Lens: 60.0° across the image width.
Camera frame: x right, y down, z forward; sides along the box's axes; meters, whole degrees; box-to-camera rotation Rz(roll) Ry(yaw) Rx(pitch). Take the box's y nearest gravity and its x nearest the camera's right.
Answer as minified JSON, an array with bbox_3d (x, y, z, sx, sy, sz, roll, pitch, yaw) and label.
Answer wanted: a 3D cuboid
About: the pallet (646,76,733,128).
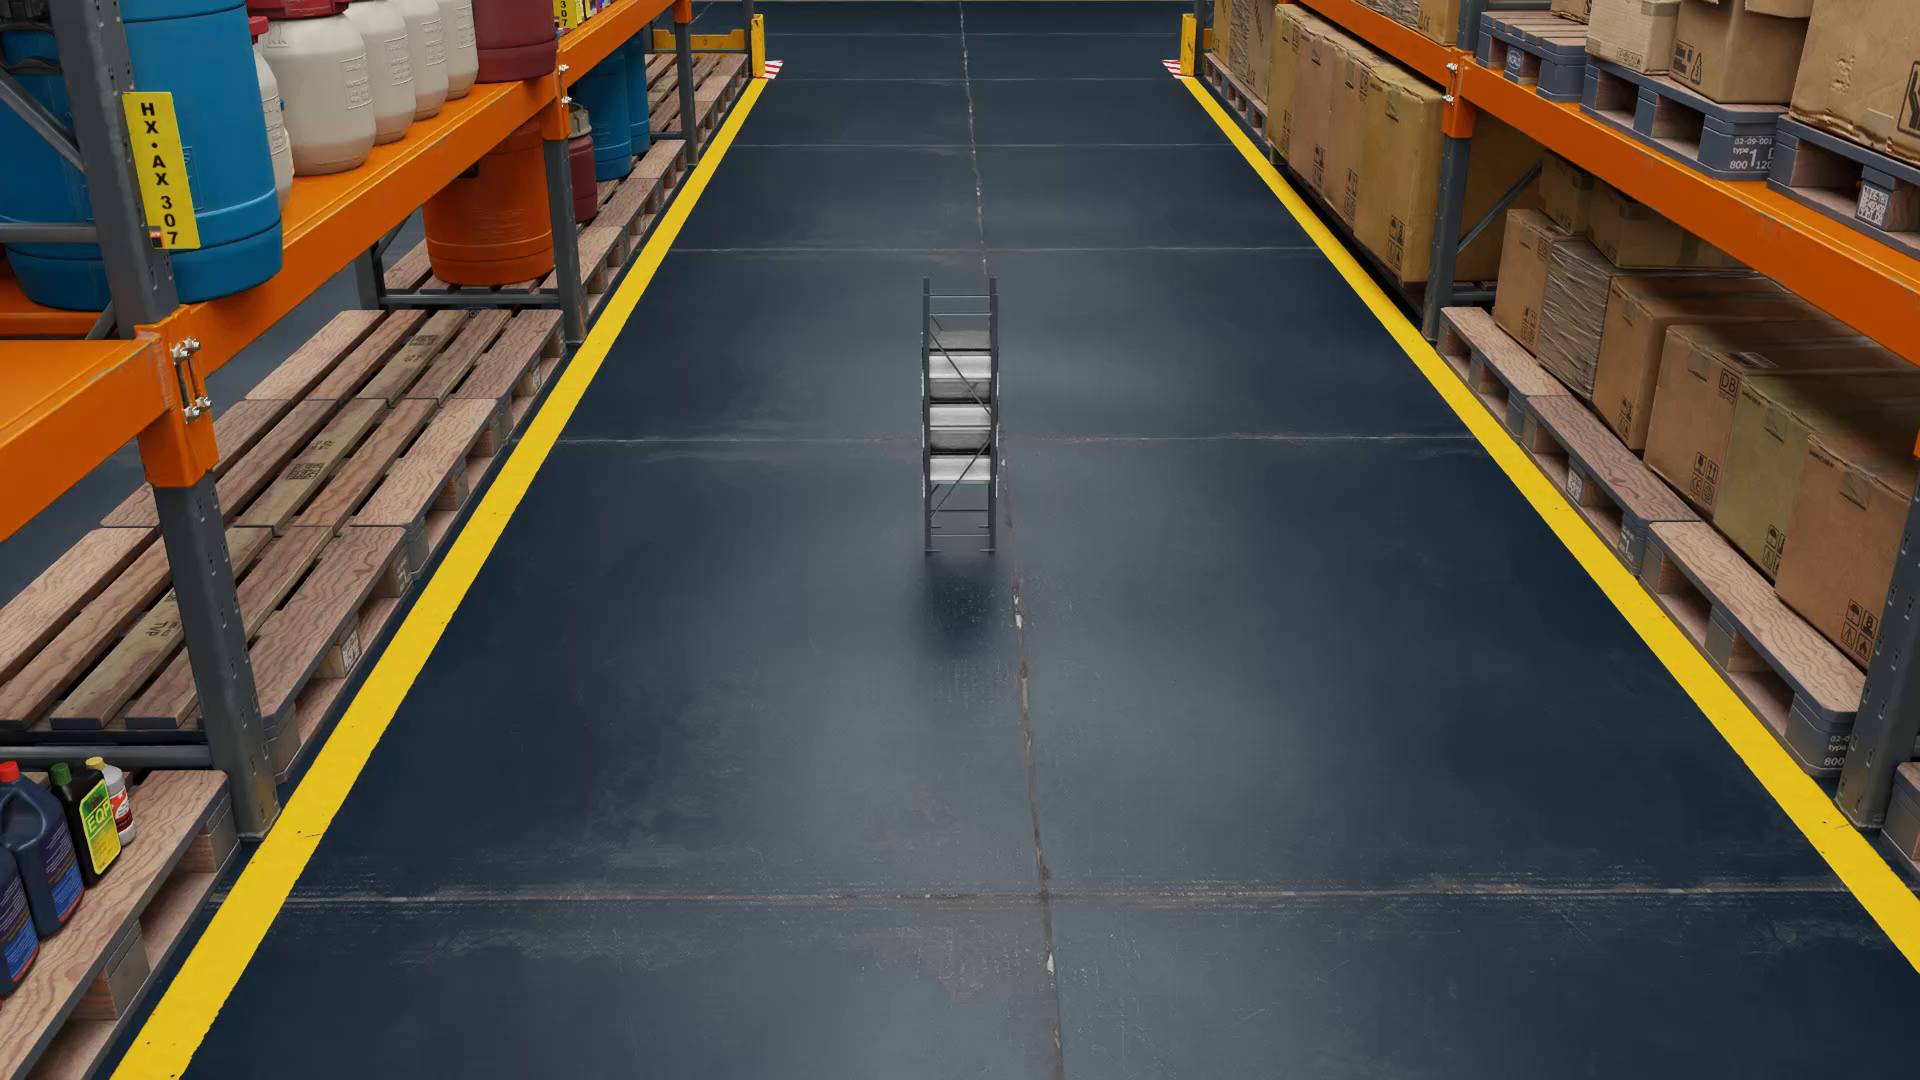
[{"bbox_3d":[-2.369,-3.478,13.185,1.003,0.211,1.213,0,24,-1],"label":"pallet"}]

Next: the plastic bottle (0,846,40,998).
[{"bbox_3d":[-1.922,0.704,3.234,0.144,0.351,0.185,-1,24,-3],"label":"plastic bottle"}]

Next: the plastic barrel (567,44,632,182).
[{"bbox_3d":[-2.310,-2.661,10.031,0.600,0.901,0.708,0,24,-1],"label":"plastic barrel"}]

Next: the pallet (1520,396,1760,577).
[{"bbox_3d":[2.708,-0.222,5.985,1.003,0.211,1.213,0,24,-1],"label":"pallet"}]

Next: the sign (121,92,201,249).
[{"bbox_3d":[-1.669,-0.770,3.476,0.100,0.325,0.005,0,24,-1],"label":"sign"}]

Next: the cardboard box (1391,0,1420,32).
[{"bbox_3d":[2.437,-2.769,8.112,0.500,0.500,0.500,0,24,-1],"label":"cardboard box"}]

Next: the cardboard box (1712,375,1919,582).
[{"bbox_3d":[2.762,-0.179,5.005,0.700,0.500,0.500,0,24,-1],"label":"cardboard box"}]

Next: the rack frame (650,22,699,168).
[{"bbox_3d":[-2.306,-3.942,10.826,1.000,3.000,0.127,0,24,-1],"label":"rack frame"}]

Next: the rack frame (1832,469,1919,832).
[{"bbox_3d":[2.734,-0.668,3.587,1.000,3.000,0.127,0,24,-1],"label":"rack frame"}]

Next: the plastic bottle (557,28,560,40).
[{"bbox_3d":[-1.918,-2.463,7.712,0.097,0.271,0.097,0,24,0],"label":"plastic bottle"}]

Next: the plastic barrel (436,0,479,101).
[{"bbox_3d":[-2.038,-1.922,6.224,0.421,0.512,0.421,0,24,0],"label":"plastic barrel"}]

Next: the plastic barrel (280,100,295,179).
[{"bbox_3d":[-2.080,-1.129,4.773,0.301,0.262,0.301,0,24,0],"label":"plastic barrel"}]

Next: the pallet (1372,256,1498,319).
[{"bbox_3d":[2.757,-1.371,8.525,1.003,0.211,1.213,0,24,-1],"label":"pallet"}]

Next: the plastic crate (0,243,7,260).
[{"bbox_3d":[-2.530,-0.873,3.962,0.402,0.464,0.583,0,24,-1],"label":"plastic crate"}]

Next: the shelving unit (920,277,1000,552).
[{"bbox_3d":[0.000,-0.413,5.572,0.258,0.900,0.210,0,24,-1],"label":"shelving unit"}]

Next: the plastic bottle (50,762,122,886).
[{"bbox_3d":[-1.884,0.588,3.571,0.061,0.283,0.133,1,24,2],"label":"plastic bottle"}]

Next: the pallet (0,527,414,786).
[{"bbox_3d":[-2.266,0.302,4.827,1.003,0.211,1.213,0,24,-1],"label":"pallet"}]

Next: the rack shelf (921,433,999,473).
[{"bbox_3d":[0.000,-0.301,5.623,0.258,0.077,0.200,0,24,-1],"label":"rack shelf"}]

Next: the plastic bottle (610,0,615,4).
[{"bbox_3d":[-1.957,-3.088,8.999,0.144,0.351,0.185,0,24,-1],"label":"plastic bottle"}]

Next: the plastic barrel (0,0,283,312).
[{"bbox_3d":[-1.920,-1.035,3.789,0.600,0.901,0.708,0,24,-1],"label":"plastic barrel"}]

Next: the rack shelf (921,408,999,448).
[{"bbox_3d":[0.000,-0.383,5.586,0.258,0.077,0.200,0,24,-1],"label":"rack shelf"}]

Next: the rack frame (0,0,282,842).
[{"bbox_3d":[-2.219,-0.646,3.537,1.000,3.000,0.127,0,24,-1],"label":"rack frame"}]

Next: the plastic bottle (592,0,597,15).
[{"bbox_3d":[-1.928,-2.844,8.554,0.097,0.271,0.097,0,24,0],"label":"plastic bottle"}]

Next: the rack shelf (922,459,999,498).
[{"bbox_3d":[0.000,-0.219,5.660,0.258,0.077,0.200,0,24,-1],"label":"rack shelf"}]

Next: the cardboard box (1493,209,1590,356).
[{"bbox_3d":[2.717,-1.102,7.045,0.700,0.500,0.500,-2,24,-3],"label":"cardboard box"}]

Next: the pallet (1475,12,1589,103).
[{"bbox_3d":[2.804,-1.936,6.622,1.213,0.211,1.003,0,24,-1],"label":"pallet"}]

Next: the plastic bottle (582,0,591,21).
[{"bbox_3d":[-1.907,-2.762,8.358,0.061,0.283,0.133,0,24,-1],"label":"plastic bottle"}]

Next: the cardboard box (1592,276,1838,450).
[{"bbox_3d":[2.749,-0.640,6.024,0.700,0.500,0.500,2,24,4],"label":"cardboard box"}]

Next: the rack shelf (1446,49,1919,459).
[{"bbox_3d":[2.712,-1.164,5.557,1.077,0.370,4.000,0,24,-1],"label":"rack shelf"}]

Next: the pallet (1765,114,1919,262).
[{"bbox_3d":[2.871,-0.896,4.324,1.003,0.211,1.213,0,24,-1],"label":"pallet"}]

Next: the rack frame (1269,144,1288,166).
[{"bbox_3d":[2.647,-3.964,10.875,1.000,3.000,0.127,0,24,-1],"label":"rack frame"}]

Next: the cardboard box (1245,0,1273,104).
[{"bbox_3d":[2.709,-3.831,12.649,0.875,0.875,0.875,0,24,-1],"label":"cardboard box"}]

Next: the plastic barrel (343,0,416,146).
[{"bbox_3d":[-2.023,-1.583,5.446,0.433,0.535,0.433,0,24,0],"label":"plastic barrel"}]

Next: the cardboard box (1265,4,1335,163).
[{"bbox_3d":[2.674,-2.924,10.644,1.225,0.875,0.875,0,24,0],"label":"cardboard box"}]

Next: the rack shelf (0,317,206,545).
[{"bbox_3d":[-2.197,0.506,1.863,1.077,0.370,4.000,0,24,-1],"label":"rack shelf"}]

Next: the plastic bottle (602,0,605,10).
[{"bbox_3d":[-1.930,-2.939,8.764,0.097,0.271,0.097,0,24,0],"label":"plastic bottle"}]

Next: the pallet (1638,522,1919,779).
[{"bbox_3d":[2.724,0.282,4.871,1.003,0.211,1.213,0,24,-1],"label":"pallet"}]

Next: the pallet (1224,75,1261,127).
[{"bbox_3d":[2.700,-3.511,13.258,1.003,0.211,1.213,0,24,-1],"label":"pallet"}]

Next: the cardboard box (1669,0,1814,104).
[{"bbox_3d":[2.622,-1.620,5.057,0.797,0.503,0.637,2,24,5],"label":"cardboard box"}]

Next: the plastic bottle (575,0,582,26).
[{"bbox_3d":[-1.905,-2.667,8.147,0.061,0.283,0.133,0,24,-1],"label":"plastic bottle"}]

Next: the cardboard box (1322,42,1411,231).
[{"bbox_3d":[2.701,-2.191,9.023,1.225,0.875,0.875,0,24,0],"label":"cardboard box"}]

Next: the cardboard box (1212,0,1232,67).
[{"bbox_3d":[2.690,-4.573,14.289,0.875,0.875,0.875,0,24,-1],"label":"cardboard box"}]

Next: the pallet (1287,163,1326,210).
[{"bbox_3d":[2.730,-2.376,10.748,1.003,0.211,1.213,0,24,-1],"label":"pallet"}]

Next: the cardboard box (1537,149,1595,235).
[{"bbox_3d":[2.727,-1.443,6.891,0.500,0.250,0.500,1,24,2],"label":"cardboard box"}]

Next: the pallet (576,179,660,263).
[{"bbox_3d":[-2.323,-1.849,9.583,1.003,0.211,1.213,0,24,-1],"label":"pallet"}]

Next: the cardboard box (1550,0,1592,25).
[{"bbox_3d":[2.736,-2.331,6.632,0.500,0.500,0.500,-3,25,-7],"label":"cardboard box"}]

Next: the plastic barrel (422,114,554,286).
[{"bbox_3d":[-2.285,-1.698,7.988,0.600,0.830,0.708,0,24,-1],"label":"plastic barrel"}]

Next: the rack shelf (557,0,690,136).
[{"bbox_3d":[-2.284,-2.790,9.152,1.077,0.370,4.000,0,24,-1],"label":"rack shelf"}]

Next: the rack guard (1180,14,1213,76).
[{"bbox_3d":[2.603,-4.484,15.057,1.175,0.500,0.348,0,24,-1],"label":"rack guard"}]

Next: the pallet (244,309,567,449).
[{"bbox_3d":[-2.293,-0.704,7.050,1.003,0.211,1.213,0,24,-1],"label":"pallet"}]

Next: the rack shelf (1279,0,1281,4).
[{"bbox_3d":[2.625,-4.461,12.846,1.077,0.370,4.000,0,24,-1],"label":"rack shelf"}]

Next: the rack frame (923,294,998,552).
[{"bbox_3d":[0.001,-0.371,5.479,0.240,0.900,0.006,0,24,-1],"label":"rack frame"}]

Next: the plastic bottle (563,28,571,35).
[{"bbox_3d":[-1.902,-2.556,7.903,0.061,0.283,0.133,0,24,-1],"label":"plastic bottle"}]

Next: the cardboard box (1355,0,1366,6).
[{"bbox_3d":[2.424,-3.193,9.049,0.500,0.500,0.500,0,24,0],"label":"cardboard box"}]
